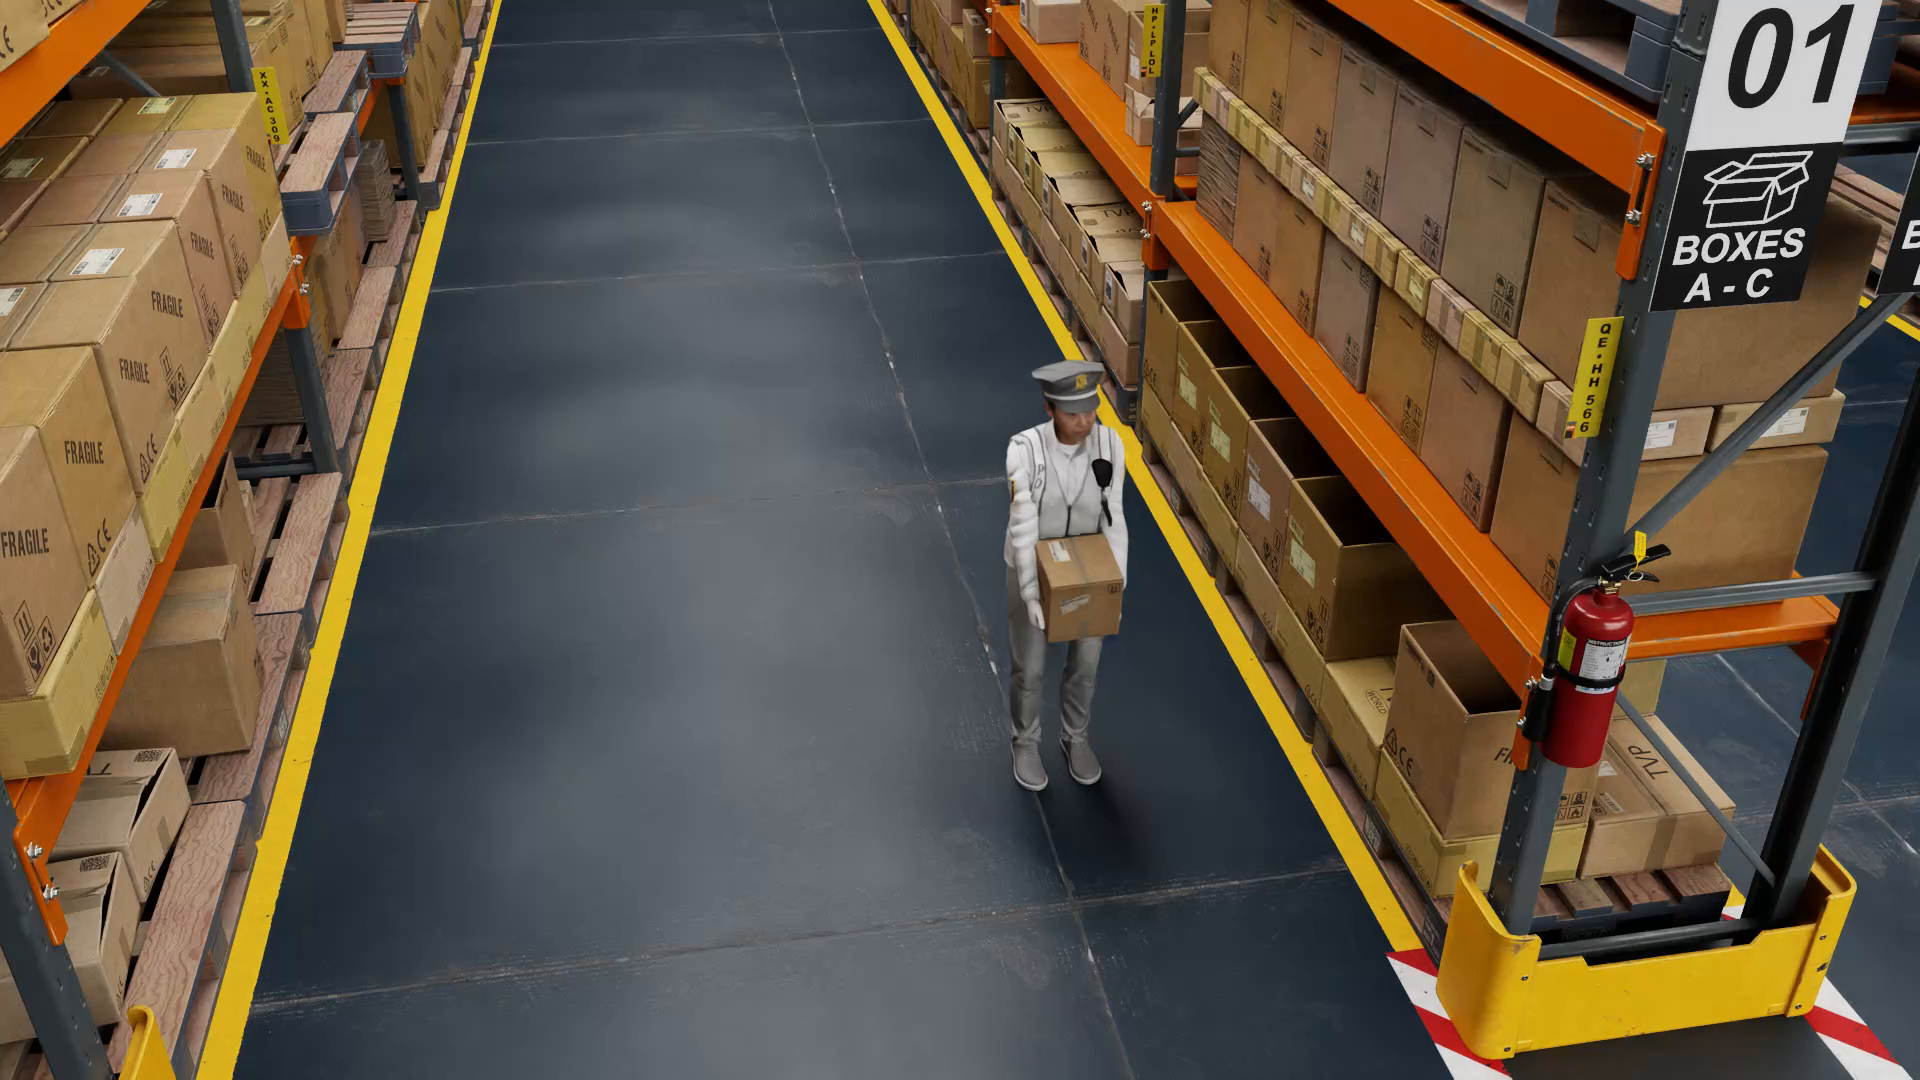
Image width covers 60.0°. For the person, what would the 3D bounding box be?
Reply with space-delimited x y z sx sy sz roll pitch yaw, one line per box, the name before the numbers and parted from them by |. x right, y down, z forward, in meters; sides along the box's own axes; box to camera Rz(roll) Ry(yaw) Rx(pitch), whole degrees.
person | 0.374 0.146 5.883 0.417 1.677 0.535 -6 31 -10
